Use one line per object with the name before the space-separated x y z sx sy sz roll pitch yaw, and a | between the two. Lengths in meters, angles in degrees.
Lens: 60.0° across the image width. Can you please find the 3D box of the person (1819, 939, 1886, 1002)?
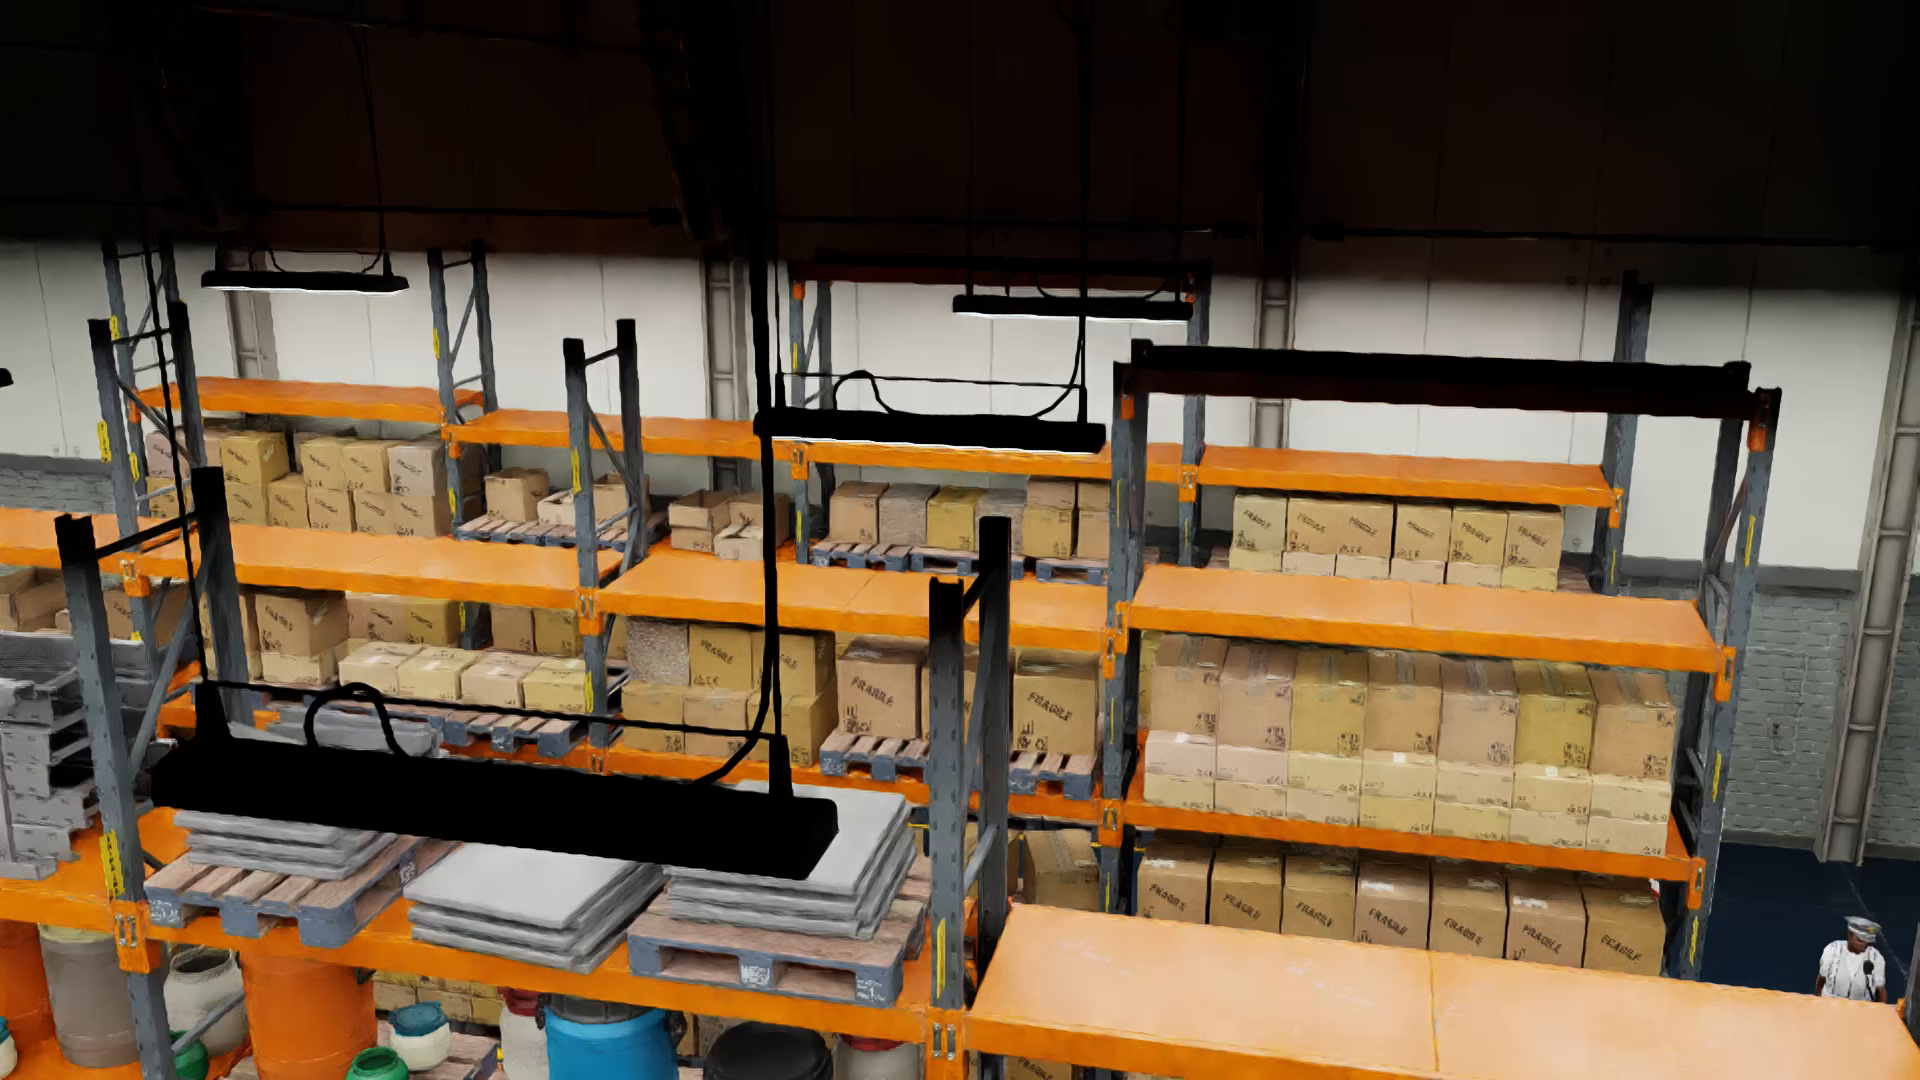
person | 6.850 3.724 12.882 0.453 1.386 0.374 10 19 31
